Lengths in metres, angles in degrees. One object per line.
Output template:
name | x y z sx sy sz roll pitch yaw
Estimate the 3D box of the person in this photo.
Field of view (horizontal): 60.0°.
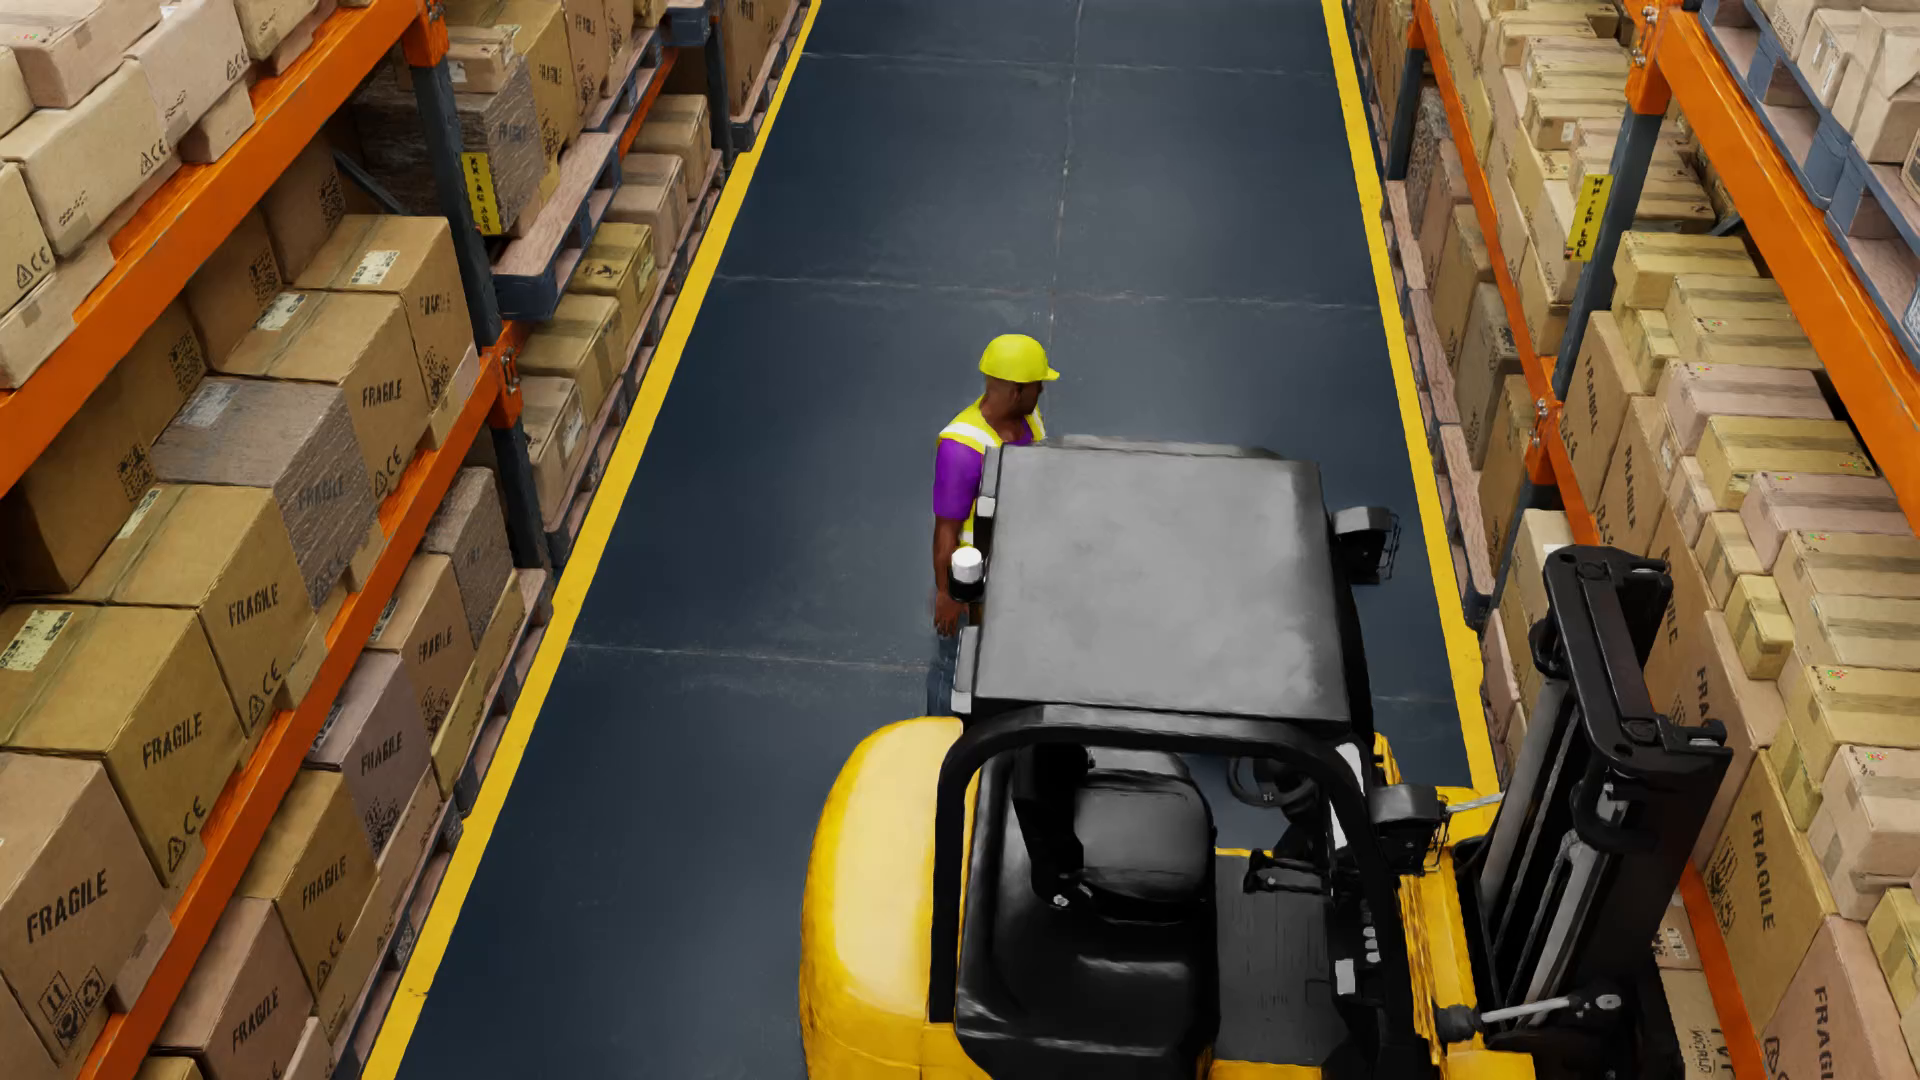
person | 0.085 0.043 6.111 0.525 1.752 0.689 29 48 30
